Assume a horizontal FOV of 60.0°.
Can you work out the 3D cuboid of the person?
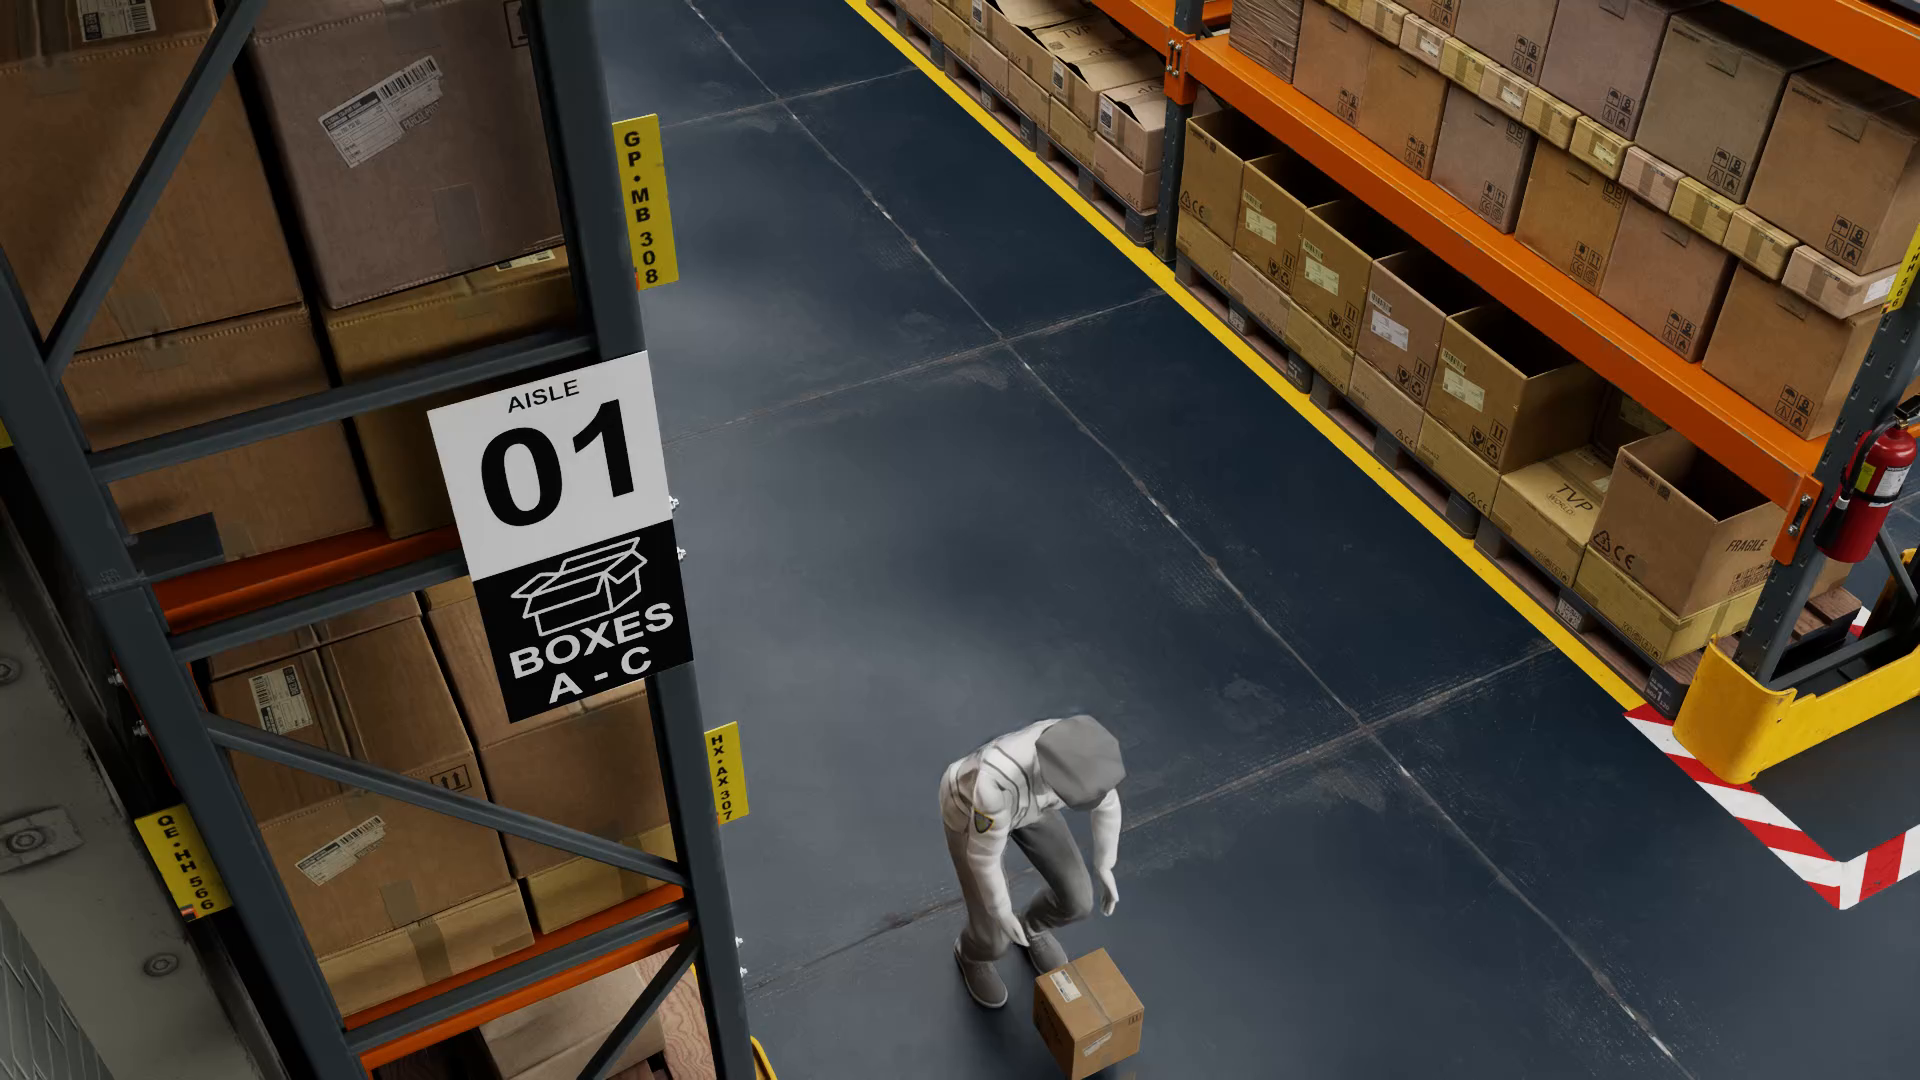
[{"bbox_3d":[0.222,0.710,5.028,0.380,0.698,0.683,-19,45,-20],"label":"person"}]
